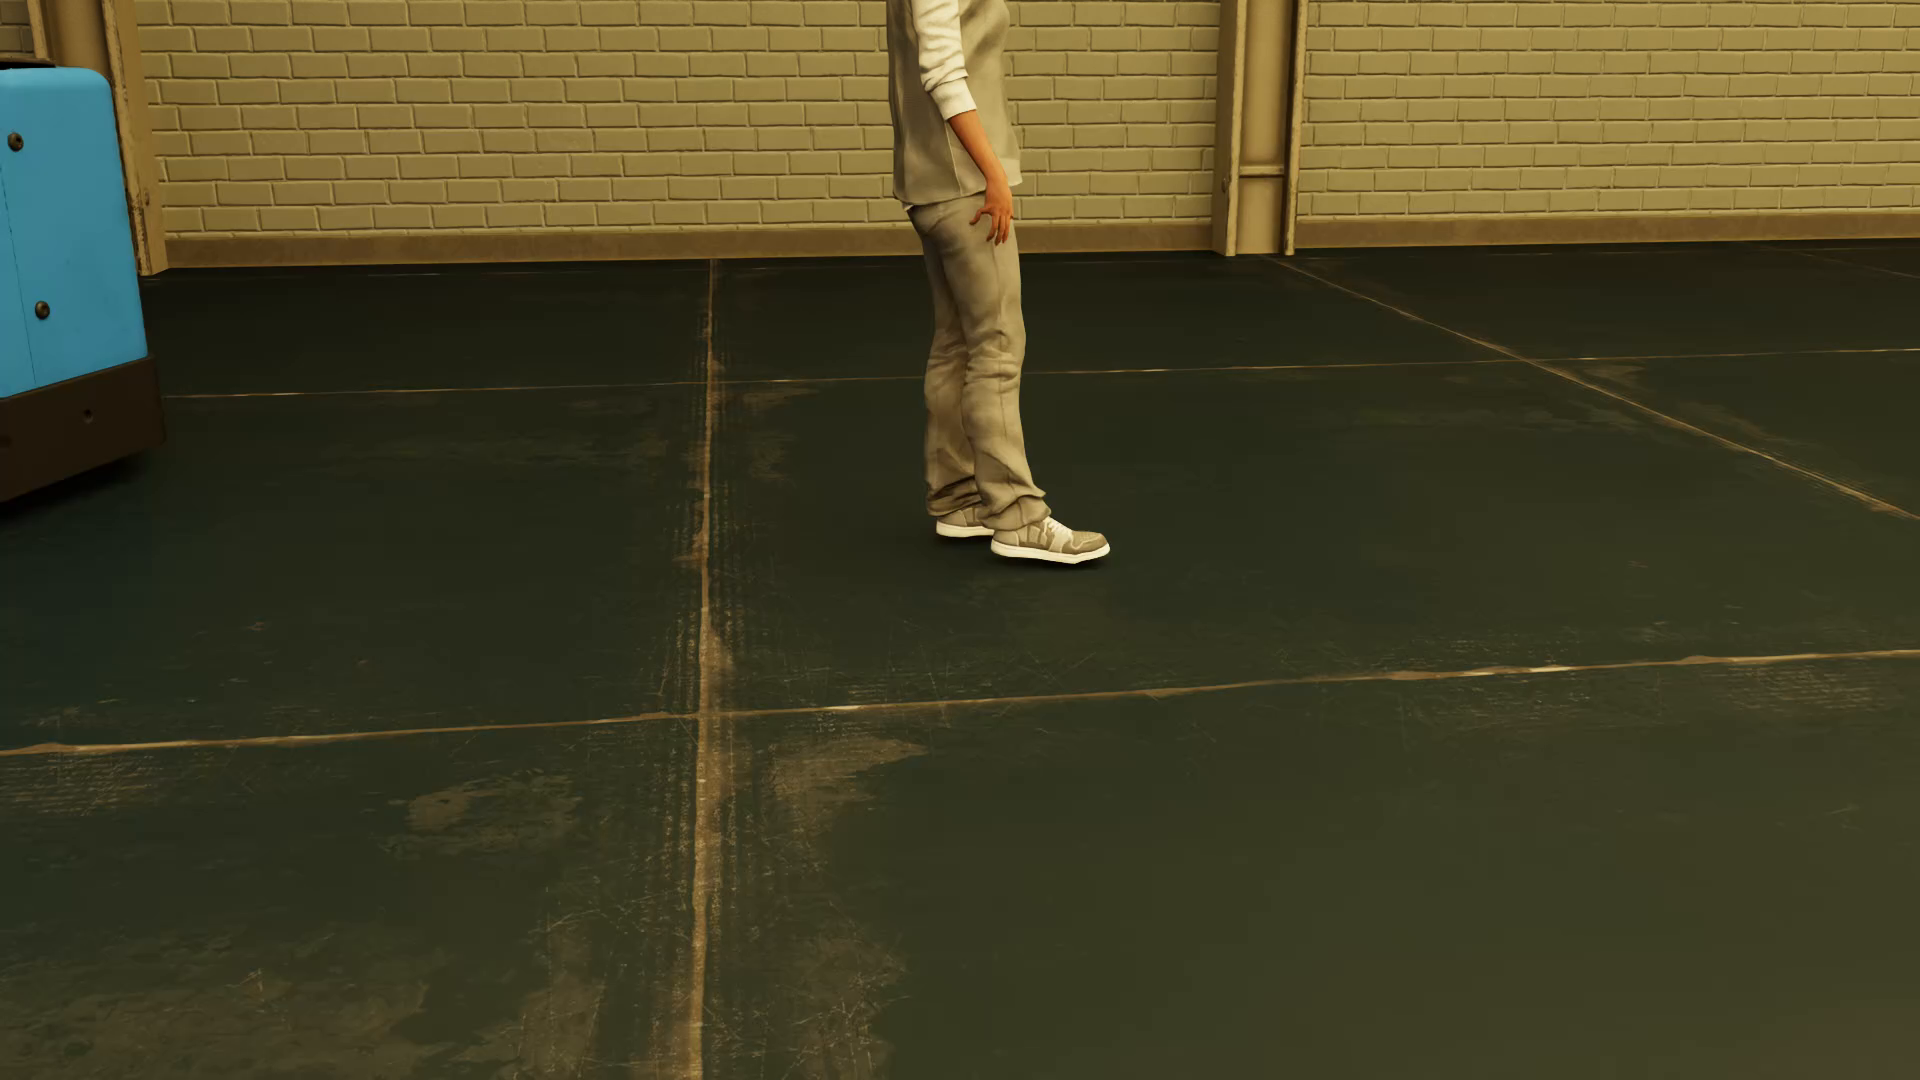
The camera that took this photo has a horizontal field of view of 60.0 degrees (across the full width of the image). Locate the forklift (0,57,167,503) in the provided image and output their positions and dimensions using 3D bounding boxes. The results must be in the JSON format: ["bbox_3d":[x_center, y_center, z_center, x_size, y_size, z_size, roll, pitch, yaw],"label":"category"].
[{"bbox_3d":[-3.773,-1.553,4.039,3.031,2.935,1.130,3,17,9],"label":"forklift"}]

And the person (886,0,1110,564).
[{"bbox_3d":[0.076,-0.770,3.731,0.473,1.599,0.521,-2,17,-8],"label":"person"}]
